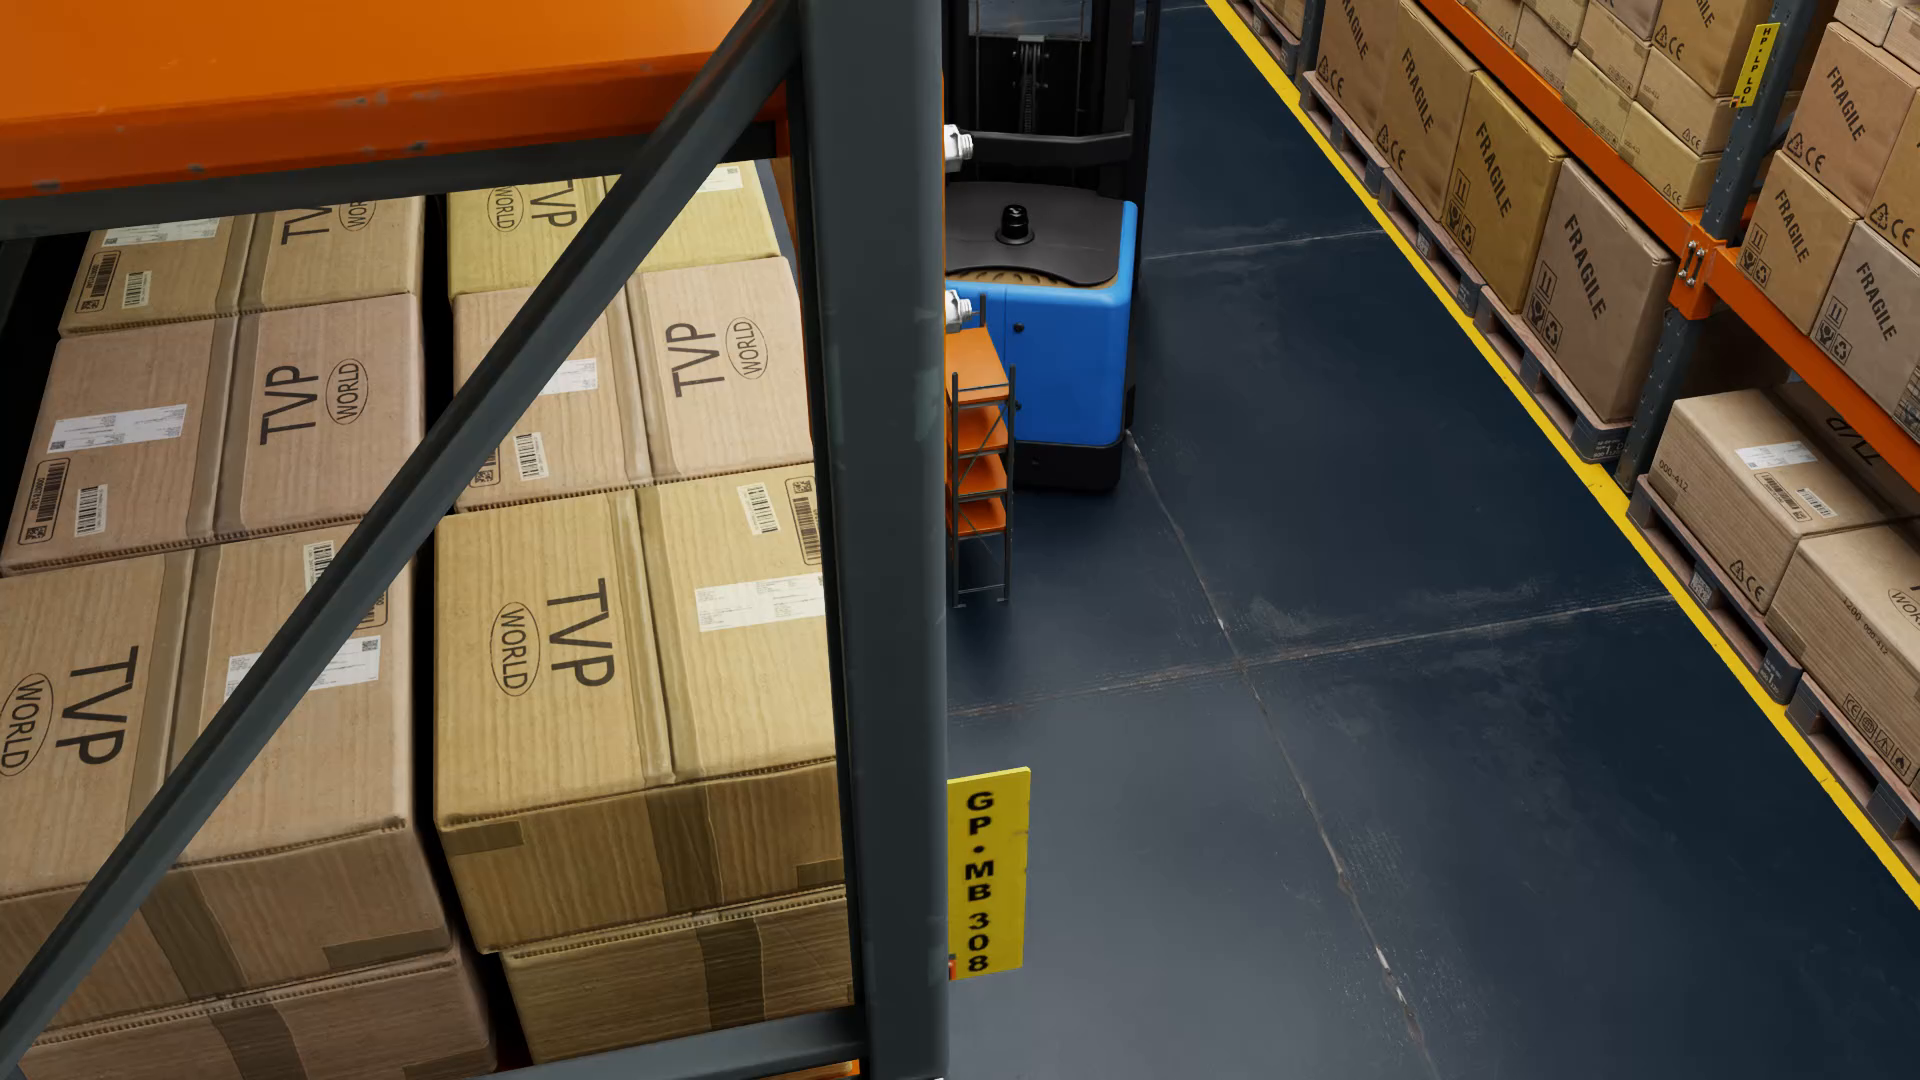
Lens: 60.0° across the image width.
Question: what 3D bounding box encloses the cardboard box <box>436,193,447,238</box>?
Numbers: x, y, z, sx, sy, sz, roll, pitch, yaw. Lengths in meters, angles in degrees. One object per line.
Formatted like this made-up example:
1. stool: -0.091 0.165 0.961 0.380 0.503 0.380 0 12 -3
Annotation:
1. cardboard box: -1.195 -0.738 3.074 0.500 0.250 0.500 -8 42 -9

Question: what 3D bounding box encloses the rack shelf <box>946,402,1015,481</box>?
1. rack shelf: 0.036 -0.458 6.627 0.258 0.148 0.480 -8 42 -9

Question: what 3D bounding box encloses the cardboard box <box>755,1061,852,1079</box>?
1. cardboard box: -0.353 0.605 2.239 0.380 0.149 0.250 -8 42 -8

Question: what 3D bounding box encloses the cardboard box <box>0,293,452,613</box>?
1. cardboard box: -0.992 -0.077 2.330 0.500 0.250 0.500 -10 42 -11

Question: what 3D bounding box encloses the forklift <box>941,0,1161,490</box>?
1. forklift: 0.362 -2.294 7.627 1.130 2.935 3.031 4 42 5

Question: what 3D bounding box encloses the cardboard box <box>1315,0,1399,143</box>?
1. cardboard box: 2.675 -2.930 9.575 0.875 0.875 0.875 -9 42 -10

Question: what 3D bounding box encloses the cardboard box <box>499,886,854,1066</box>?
1. cardboard box: -0.341 0.369 2.205 0.500 0.250 0.500 -9 42 -10

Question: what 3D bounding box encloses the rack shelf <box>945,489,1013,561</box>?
1. rack shelf: 0.036 -0.143 6.907 0.258 0.148 0.480 -8 42 -9

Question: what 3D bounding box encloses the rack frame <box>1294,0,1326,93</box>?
1. rack frame: 2.607 -4.027 9.527 1.000 3.000 0.127 -8 42 -9

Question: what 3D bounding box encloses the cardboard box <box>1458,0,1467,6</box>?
1. cardboard box: 2.703 -2.946 8.423 0.500 0.250 0.500 -7 42 -8

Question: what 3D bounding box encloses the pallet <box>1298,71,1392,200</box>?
1. pallet: 2.704 -2.462 9.865 1.003 0.211 1.213 -8 42 -9

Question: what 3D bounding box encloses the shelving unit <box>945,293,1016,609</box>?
1. shelving unit: 0.036 -0.341 6.731 0.258 1.200 0.503 -8 42 -9

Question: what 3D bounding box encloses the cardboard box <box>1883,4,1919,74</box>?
1. cardboard box: 3.356 -1.682 5.569 0.380 0.149 0.250 -8 42 -9

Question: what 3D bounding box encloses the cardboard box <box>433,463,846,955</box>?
1. cardboard box: -0.362 0.185 2.035 0.500 0.250 0.500 -9 42 -10

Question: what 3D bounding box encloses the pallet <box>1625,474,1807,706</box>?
1. pallet: 3.558 0.113 6.964 1.003 0.211 1.213 -8 42 -9

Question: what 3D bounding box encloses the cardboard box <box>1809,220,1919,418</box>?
1. cardboard box: 3.421 -0.803 5.820 0.500 0.500 0.500 -8 42 -9

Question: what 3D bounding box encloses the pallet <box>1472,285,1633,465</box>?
1. pallet: 3.231 -0.881 8.083 1.003 0.211 1.213 -8 42 -9

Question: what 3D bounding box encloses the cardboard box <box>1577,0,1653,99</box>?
1. cardboard box: 3.023 -2.139 7.136 0.500 0.250 0.500 -7 42 -8

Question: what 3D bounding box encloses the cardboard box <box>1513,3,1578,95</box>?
1. cardboard box: 2.929 -2.293 7.686 0.500 0.250 0.500 -9 42 -10

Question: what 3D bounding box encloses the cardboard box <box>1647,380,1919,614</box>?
1. cardboard box: 3.501 -0.211 6.841 0.875 0.438 0.875 -9 42 -10

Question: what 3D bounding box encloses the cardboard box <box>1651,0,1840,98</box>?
1. cardboard box: 3.129 -2.099 6.527 0.500 0.500 0.500 -7 42 -8

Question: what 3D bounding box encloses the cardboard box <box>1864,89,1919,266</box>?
1. cardboard box: 3.440 -1.174 5.484 0.500 0.500 0.500 -9 42 -10

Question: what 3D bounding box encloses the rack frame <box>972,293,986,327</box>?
1. rack frame: -0.017 -0.500 6.909 0.240 1.200 0.015 -8 42 -9

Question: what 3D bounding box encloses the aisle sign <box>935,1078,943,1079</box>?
1. aisle sign: -0.210 0.902 2.016 0.394 0.787 0.004 -8 42 -9

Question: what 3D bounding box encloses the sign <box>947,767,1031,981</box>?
1. sign: 0.018 0.346 1.683 0.100 0.325 0.005 -8 42 -9

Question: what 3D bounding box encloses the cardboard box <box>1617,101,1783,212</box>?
1. cardboard box: 3.128 -1.633 6.943 0.500 0.250 0.500 -9 42 -10

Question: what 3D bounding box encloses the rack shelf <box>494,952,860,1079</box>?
1. rack shelf: -0.943 -0.277 3.585 1.077 0.370 4.000 -8 42 -9

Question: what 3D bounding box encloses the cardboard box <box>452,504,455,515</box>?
1. cardboard box: -0.996 0.116 2.489 0.500 0.250 0.500 -8 42 -9

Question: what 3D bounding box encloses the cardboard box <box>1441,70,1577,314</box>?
1. cardboard box: 3.056 -1.771 8.270 0.875 0.875 0.875 -7 42 -8

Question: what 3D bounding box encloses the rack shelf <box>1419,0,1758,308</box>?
1. rack shelf: 3.039 -2.462 8.305 1.077 0.370 4.000 -8 42 -9

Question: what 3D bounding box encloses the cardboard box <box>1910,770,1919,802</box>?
1. cardboard box: 3.888 0.954 5.529 0.875 0.438 0.875 -7 42 -8

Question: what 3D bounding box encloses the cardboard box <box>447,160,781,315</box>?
1. cardboard box: -0.575 -0.471 2.774 0.500 0.250 0.500 -9 42 -10
